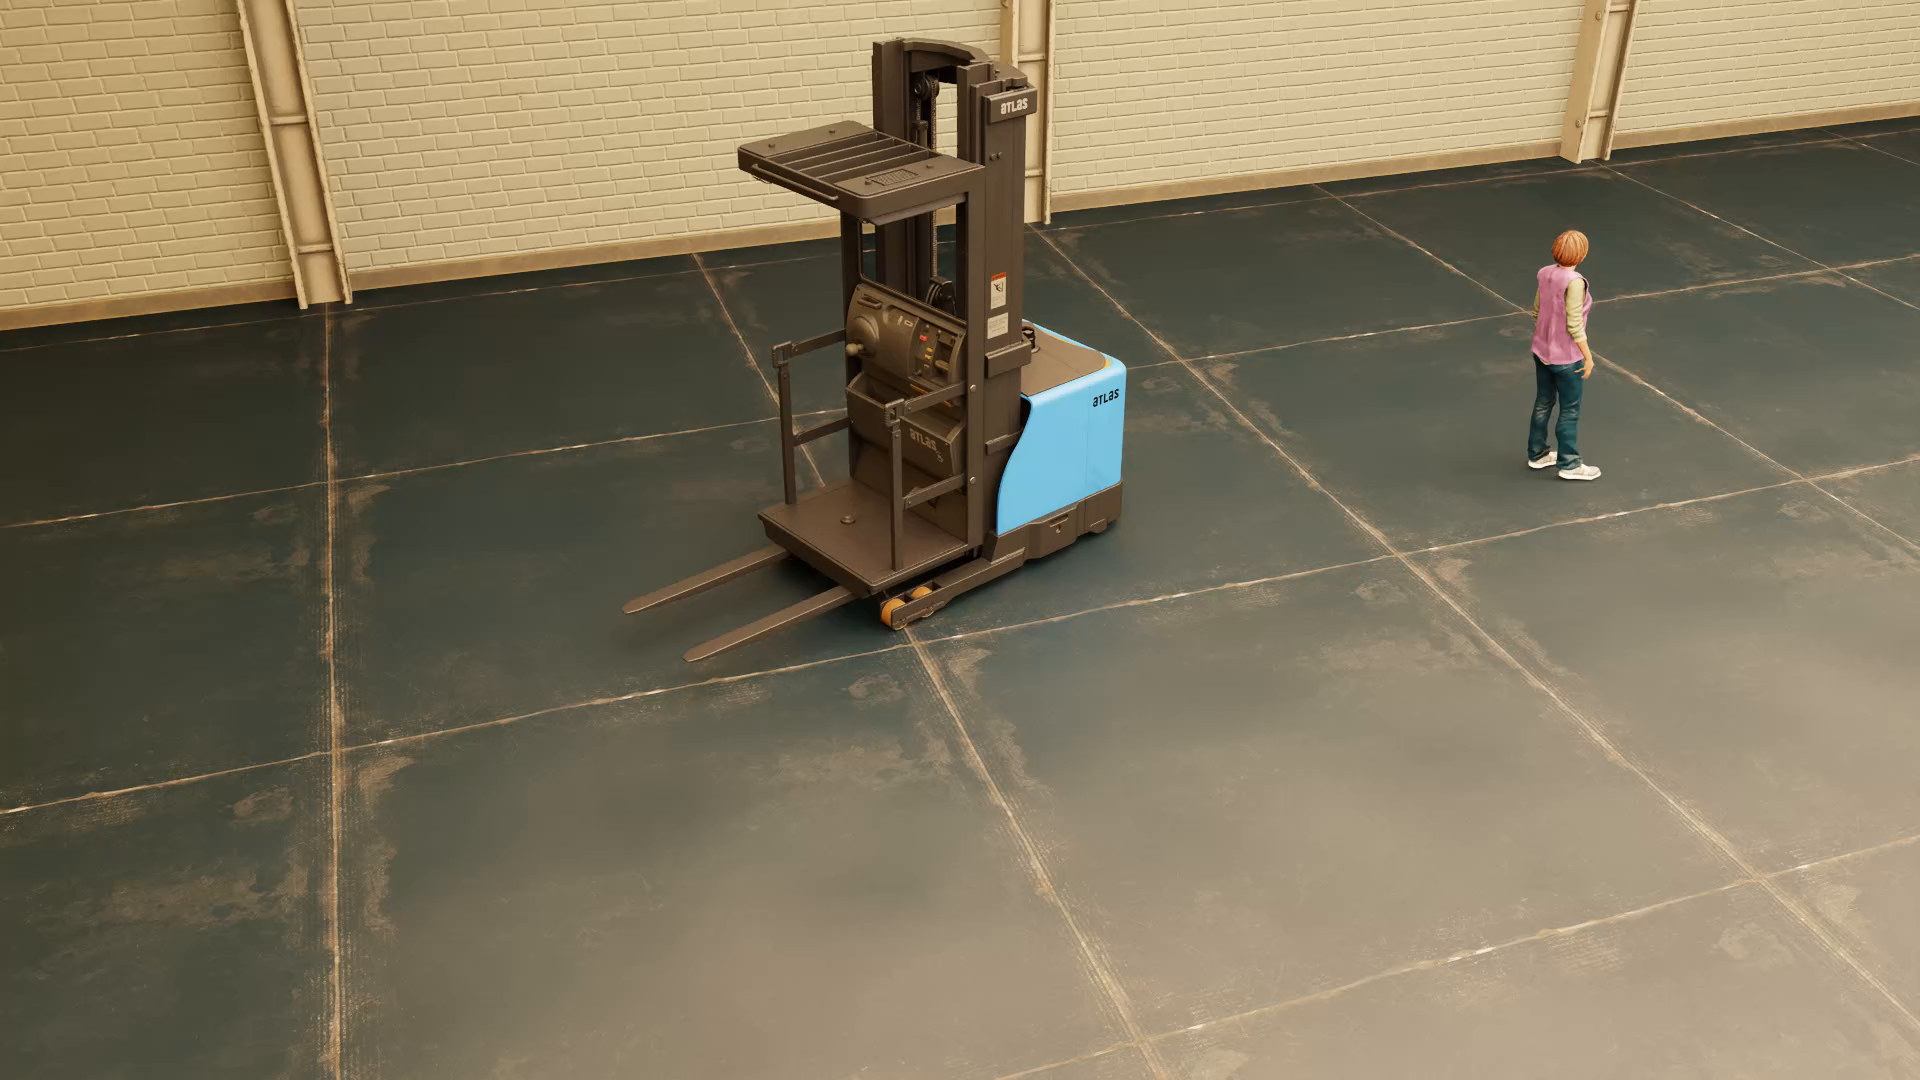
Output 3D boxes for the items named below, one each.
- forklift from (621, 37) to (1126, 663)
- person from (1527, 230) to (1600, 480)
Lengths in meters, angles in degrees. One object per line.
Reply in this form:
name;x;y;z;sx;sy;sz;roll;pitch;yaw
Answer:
forklift;-0.461;-1.072;8.951;3.031;2.935;1.130;-23;37;-34
person;3.831;-1.173;10.449;0.475;1.597;0.520;-9;31;-15
